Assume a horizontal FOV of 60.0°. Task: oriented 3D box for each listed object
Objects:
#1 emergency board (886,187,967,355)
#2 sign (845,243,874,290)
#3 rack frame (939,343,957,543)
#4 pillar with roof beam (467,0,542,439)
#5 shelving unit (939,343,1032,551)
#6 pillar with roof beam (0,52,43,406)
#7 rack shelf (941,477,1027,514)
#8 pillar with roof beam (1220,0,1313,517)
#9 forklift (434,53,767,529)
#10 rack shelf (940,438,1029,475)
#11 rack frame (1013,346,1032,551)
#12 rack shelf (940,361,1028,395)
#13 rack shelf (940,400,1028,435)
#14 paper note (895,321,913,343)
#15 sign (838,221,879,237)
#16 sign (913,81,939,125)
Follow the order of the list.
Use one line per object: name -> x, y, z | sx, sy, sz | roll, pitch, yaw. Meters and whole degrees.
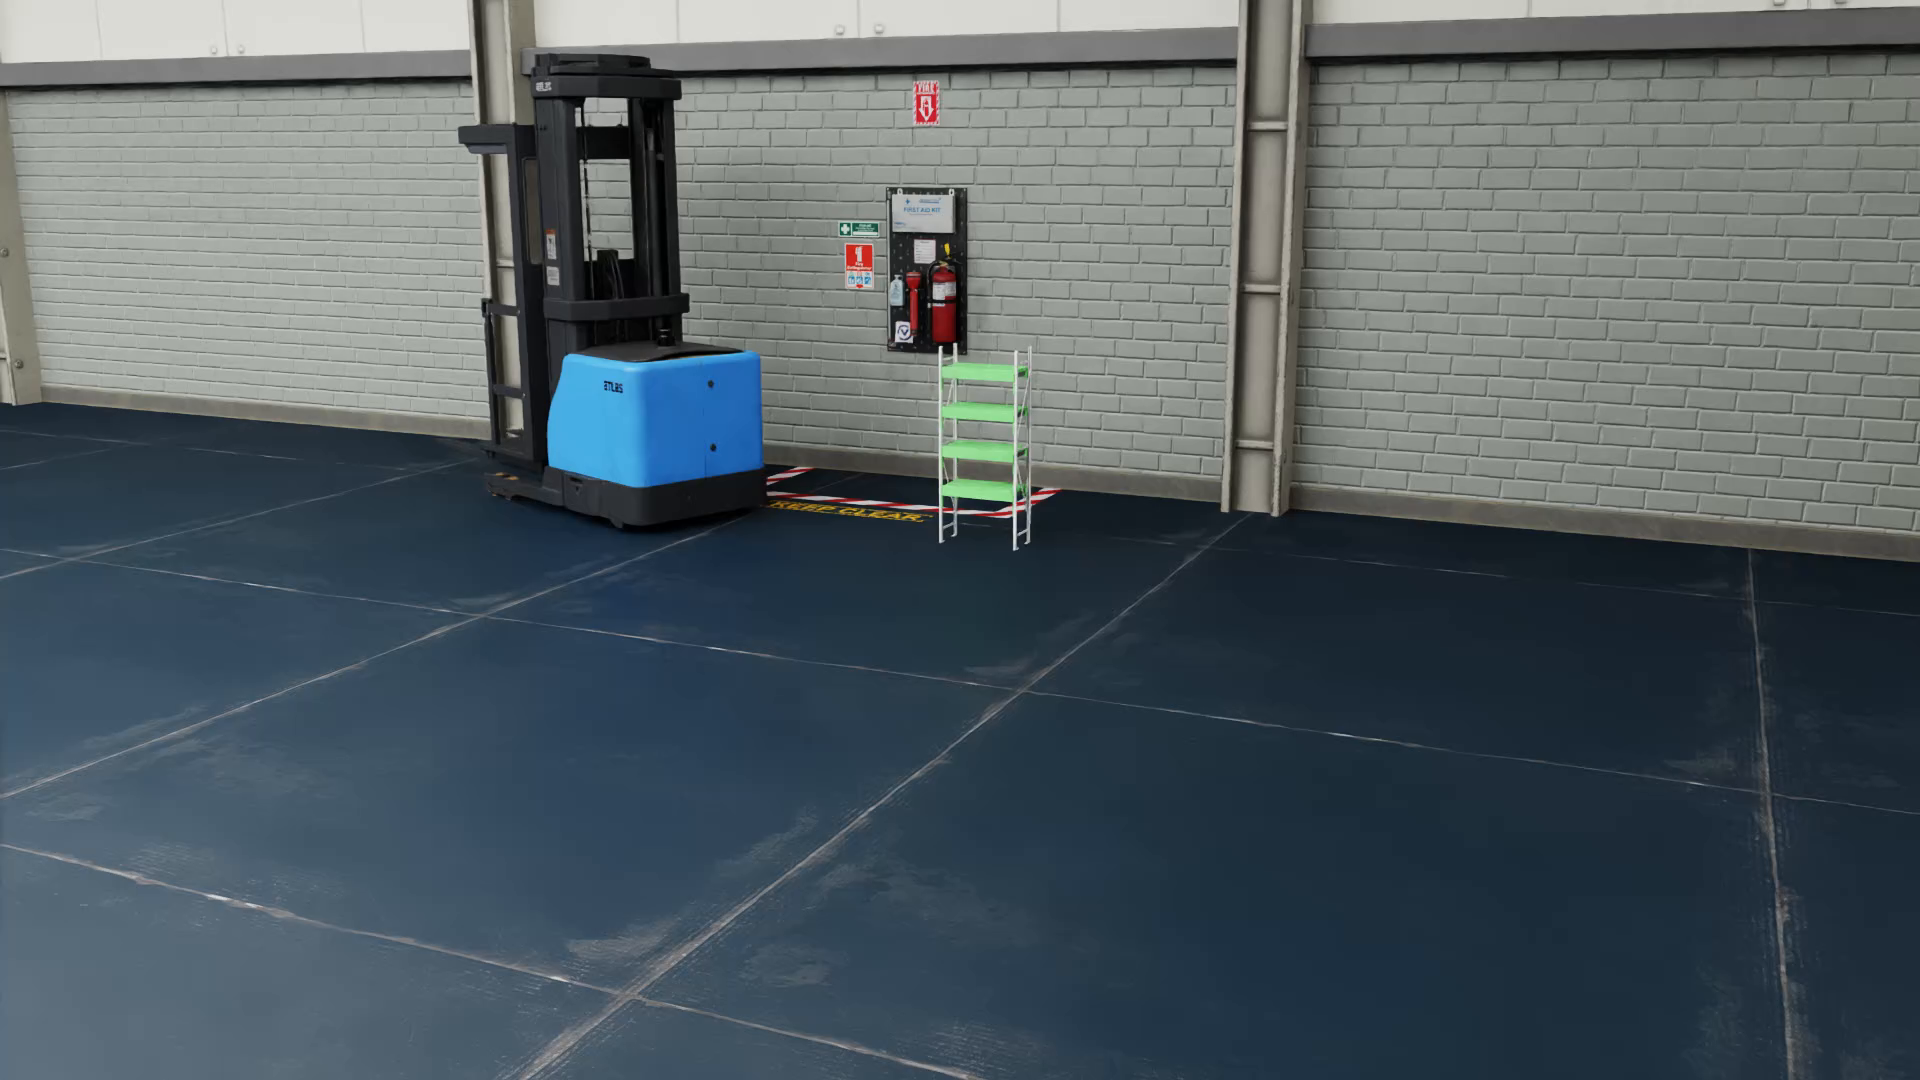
emergency board -> -0.269, -1.901, 11.788 | 0.643, 1.169, 0.194 | 6, 14, 23
sign -> -0.732, -1.991, 12.094 | 0.234, 0.329, 0.001 | 6, 14, 23
rack frame -> -0.072, -0.591, 10.149 | 0.015, 1.200, 0.240 | 6, 14, 23
pillar with roof beam -> -5.254, -4.241, 8.629 | 0.400, 9.000, 9.100 | 6, 14, 23
shelving unit -> 0.151, -0.569, 10.052 | 0.503, 1.200, 0.258 | 6, 14, 23
pillar with roof beam -> -10.740, -4.796, 10.995 | 0.400, 9.000, 9.100 | 6, 14, 23
rack shelf -> 0.151, -0.273, 10.122 | 0.480, 0.148, 0.258 | 6, 14, 23
pillar with roof beam -> 0.232, -3.685, 6.263 | 0.400, 9.000, 9.100 | 6, 14, 23
forklift -> -2.661, -1.768, 11.374 | 1.130, 2.935, 3.031 | -12, 18, -43
rack shelf -> 0.151, -0.507, 10.067 | 0.480, 0.148, 0.258 | 6, 14, 23
rack frame -> 0.374, -0.546, 9.956 | 0.015, 1.200, 0.240 | 6, 14, 23
rack shelf -> 0.151, -0.974, 9.957 | 0.480, 0.148, 0.258 | 6, 14, 23
rack shelf -> 0.151, -0.740, 10.012 | 0.480, 0.148, 0.258 | 6, 14, 23
paper note -> -0.402, -1.503, 12.020 | 0.142, 0.148, 0.016 | 6, 14, 23
sign -> -0.732, -2.246, 12.024 | 0.331, 0.109, 0.001 | 6, 14, 23
sign -> -0.236, -3.051, 11.615 | 0.199, 0.298, 0.001 | 6, 14, 23
